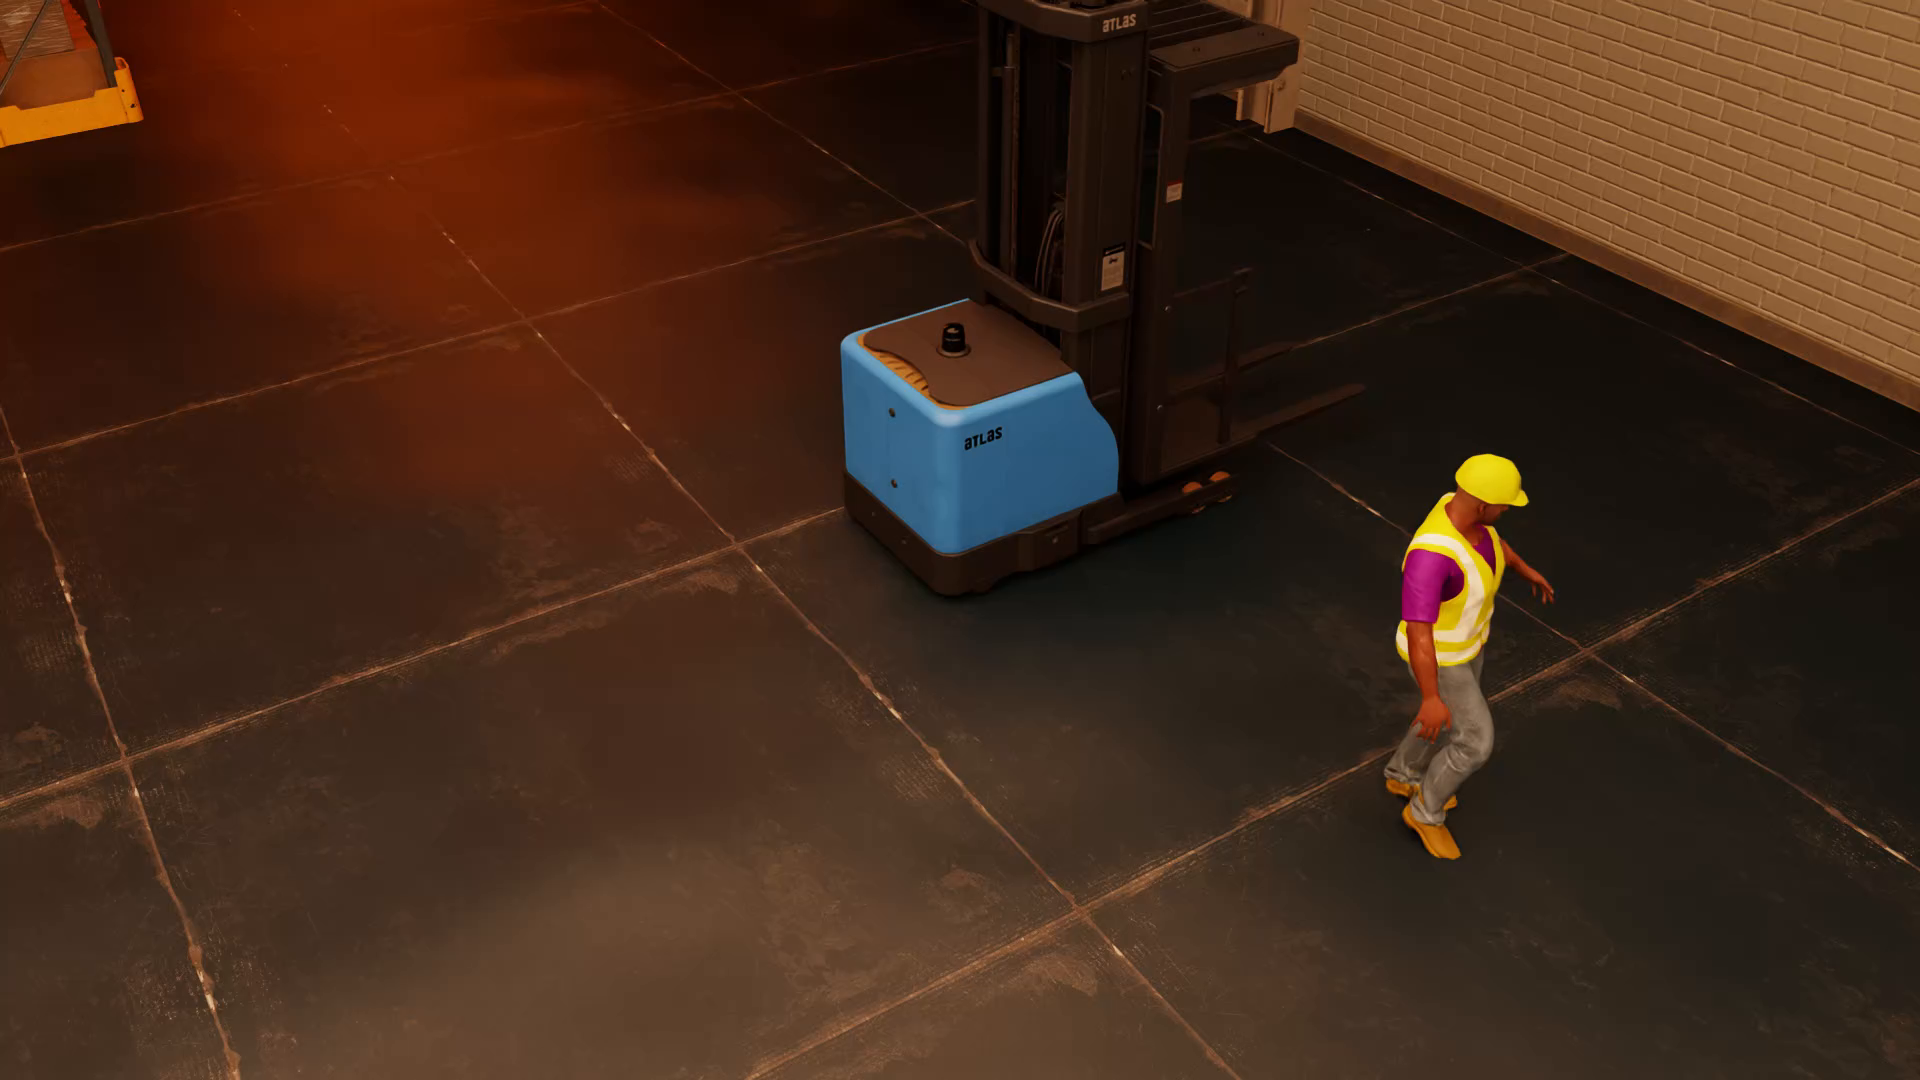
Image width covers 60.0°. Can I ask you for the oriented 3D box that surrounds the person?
[{"bbox_3d":[1.977,0.397,6.563,0.497,1.681,0.966,22,40,28],"label":"person"}]

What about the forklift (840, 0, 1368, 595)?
[{"bbox_3d":[0.900,-1.575,8.389,3.031,2.935,1.130,-21,40,-27],"label":"forklift"}]
